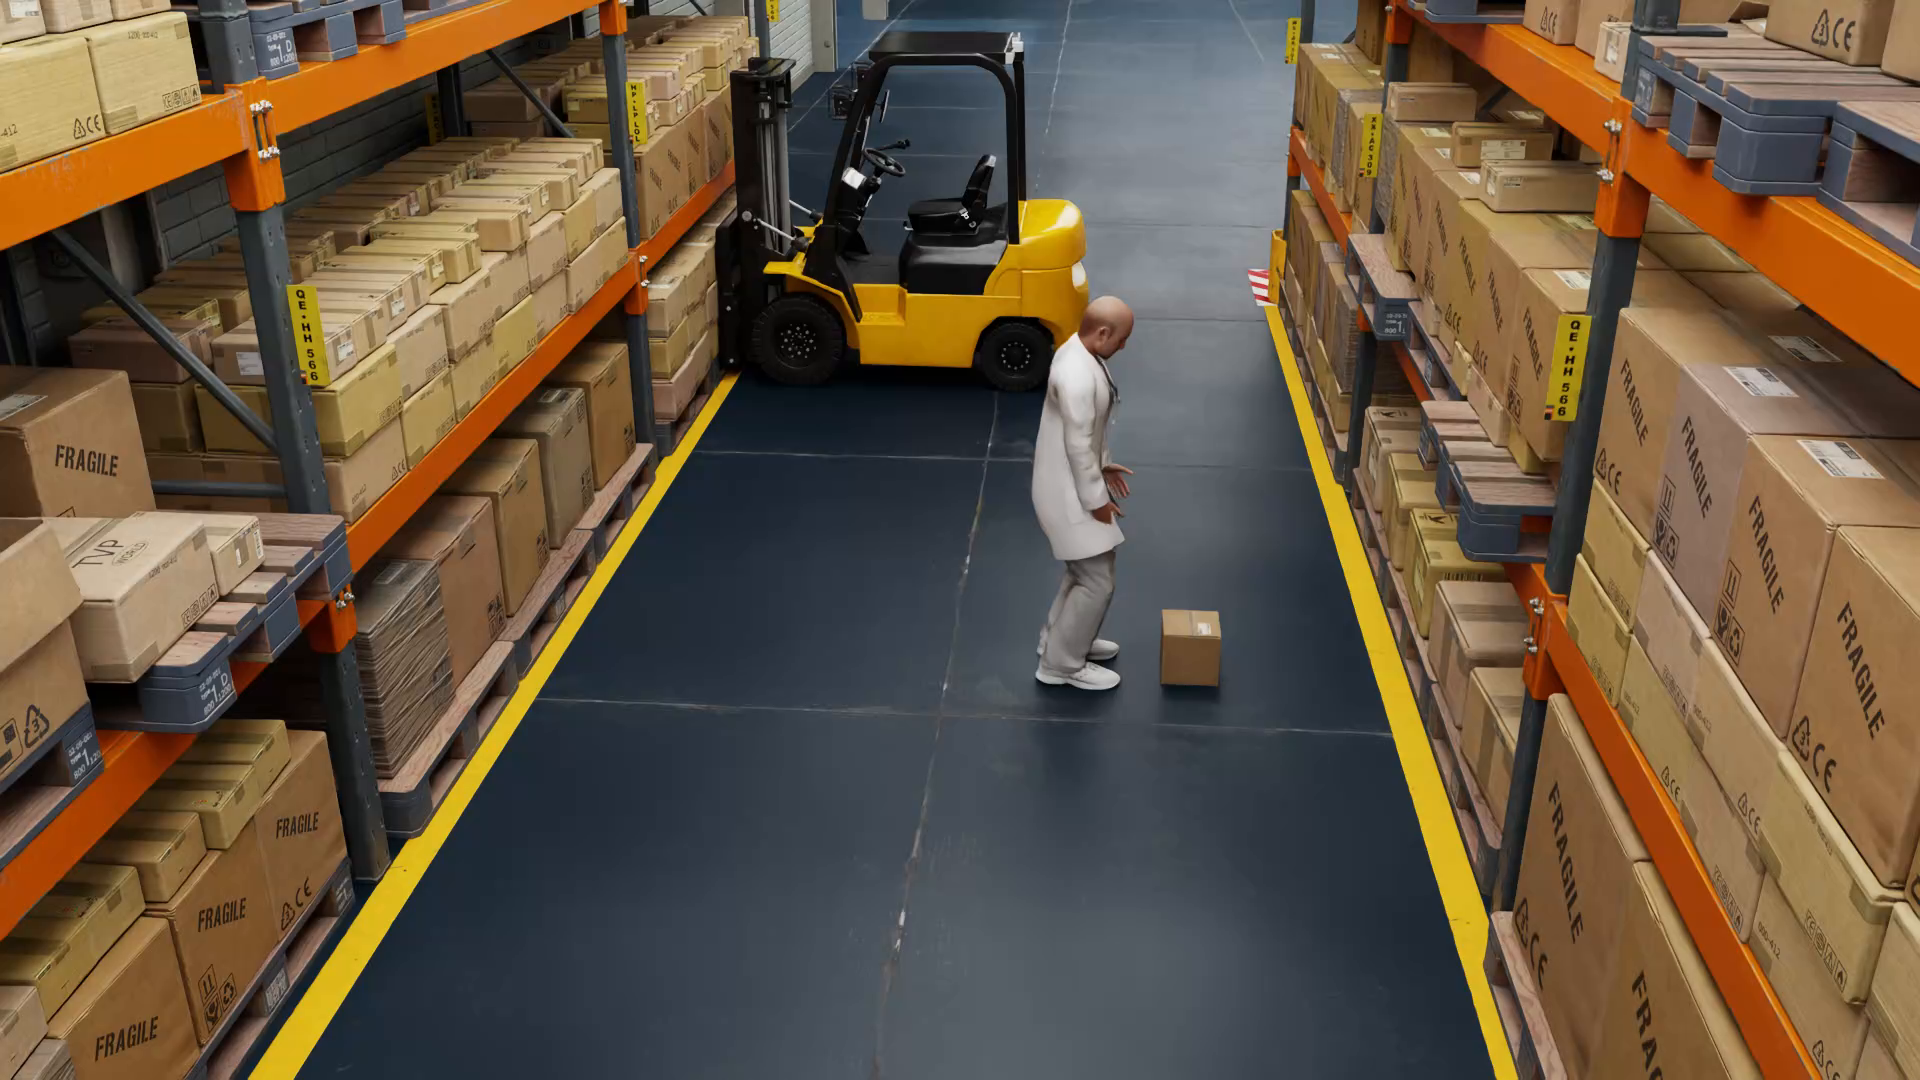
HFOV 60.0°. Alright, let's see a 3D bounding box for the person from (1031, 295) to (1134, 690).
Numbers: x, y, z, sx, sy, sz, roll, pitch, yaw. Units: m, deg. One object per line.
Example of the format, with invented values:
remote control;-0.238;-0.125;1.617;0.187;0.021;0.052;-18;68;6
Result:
person;0.529;-0.210;7.178;0.432;1.720;0.591;2;24;5
